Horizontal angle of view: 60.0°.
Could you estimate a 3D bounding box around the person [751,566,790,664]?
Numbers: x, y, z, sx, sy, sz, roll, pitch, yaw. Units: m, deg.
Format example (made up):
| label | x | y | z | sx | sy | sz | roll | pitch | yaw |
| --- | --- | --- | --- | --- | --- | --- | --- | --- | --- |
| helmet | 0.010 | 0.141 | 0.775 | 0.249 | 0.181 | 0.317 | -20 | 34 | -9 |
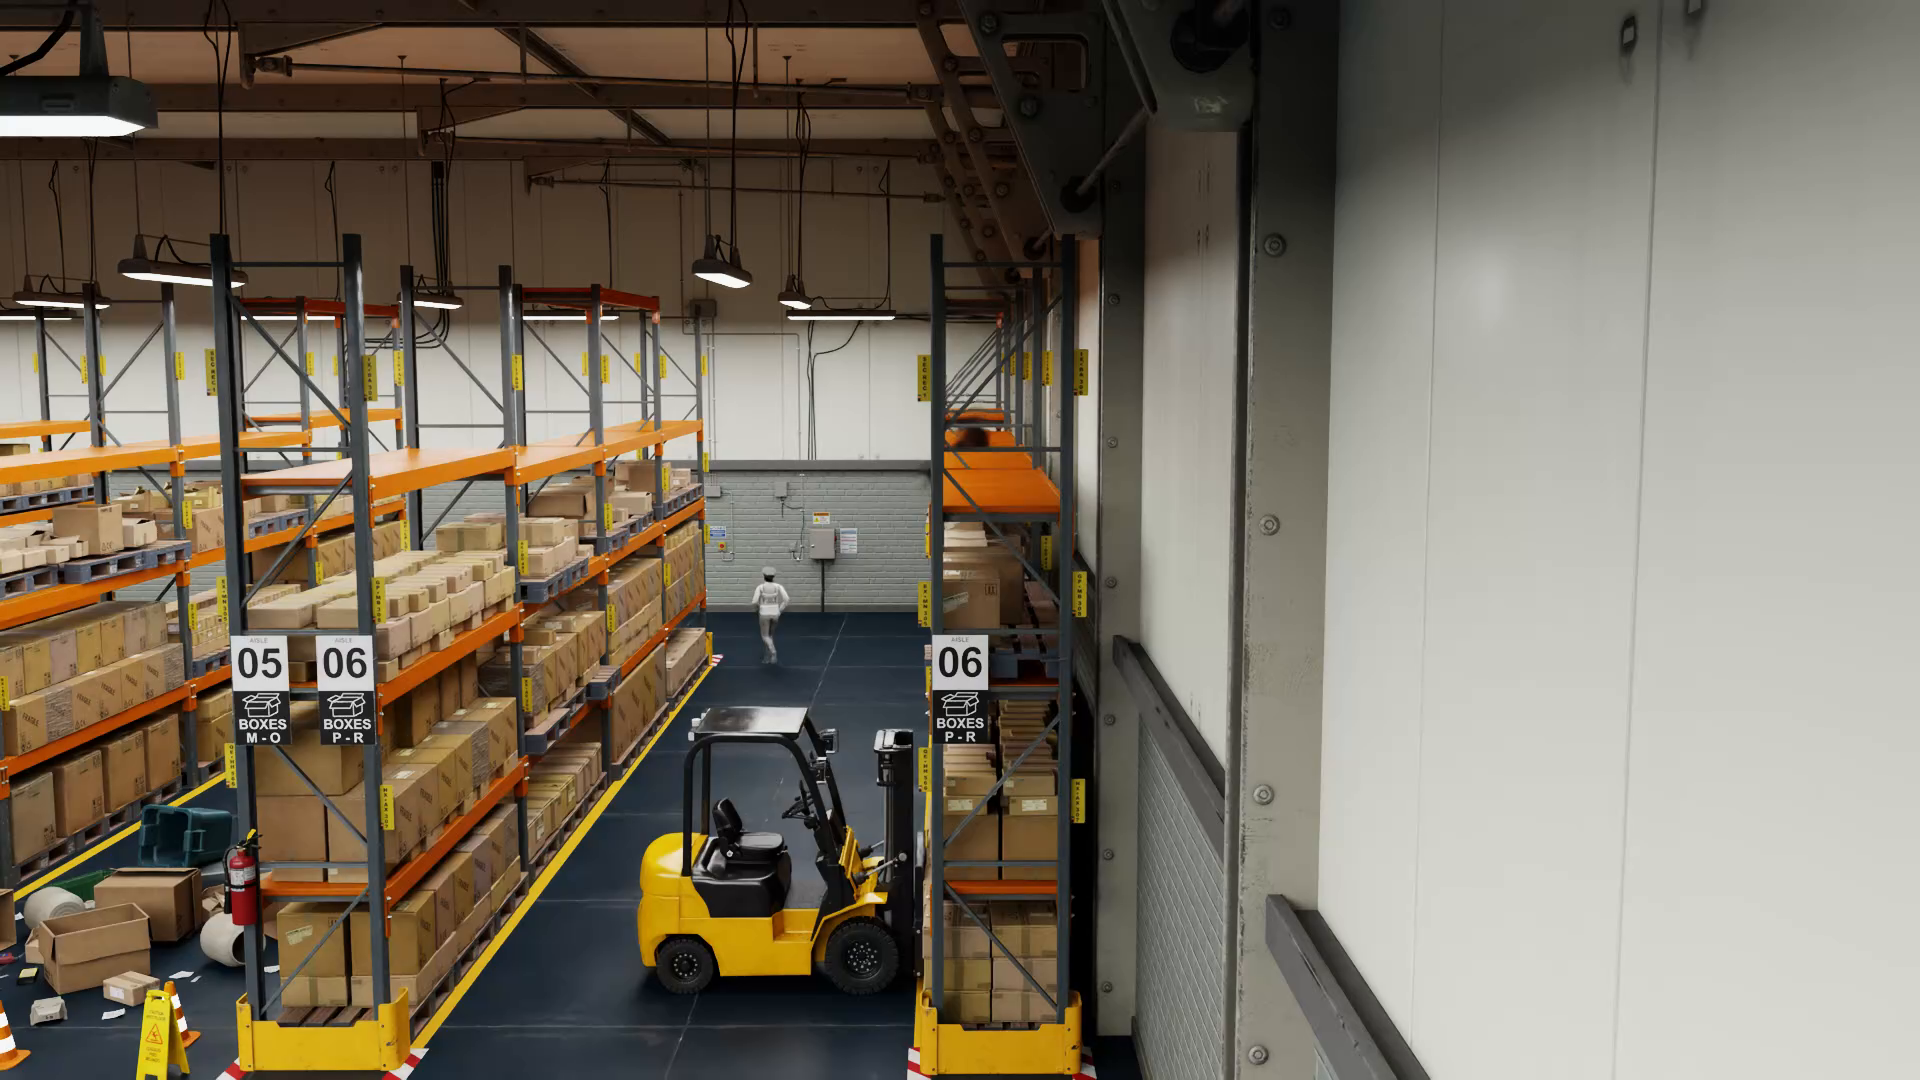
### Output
| label | x | y | z | sx | sy | sz | roll | pitch | yaw |
| --- | --- | --- | --- | --- | --- | --- | --- | --- | --- |
| person | -3.157 | 1.289 | 27.670 | 0.628 | 1.692 | 0.810 | -3 | 7 | -25 |
